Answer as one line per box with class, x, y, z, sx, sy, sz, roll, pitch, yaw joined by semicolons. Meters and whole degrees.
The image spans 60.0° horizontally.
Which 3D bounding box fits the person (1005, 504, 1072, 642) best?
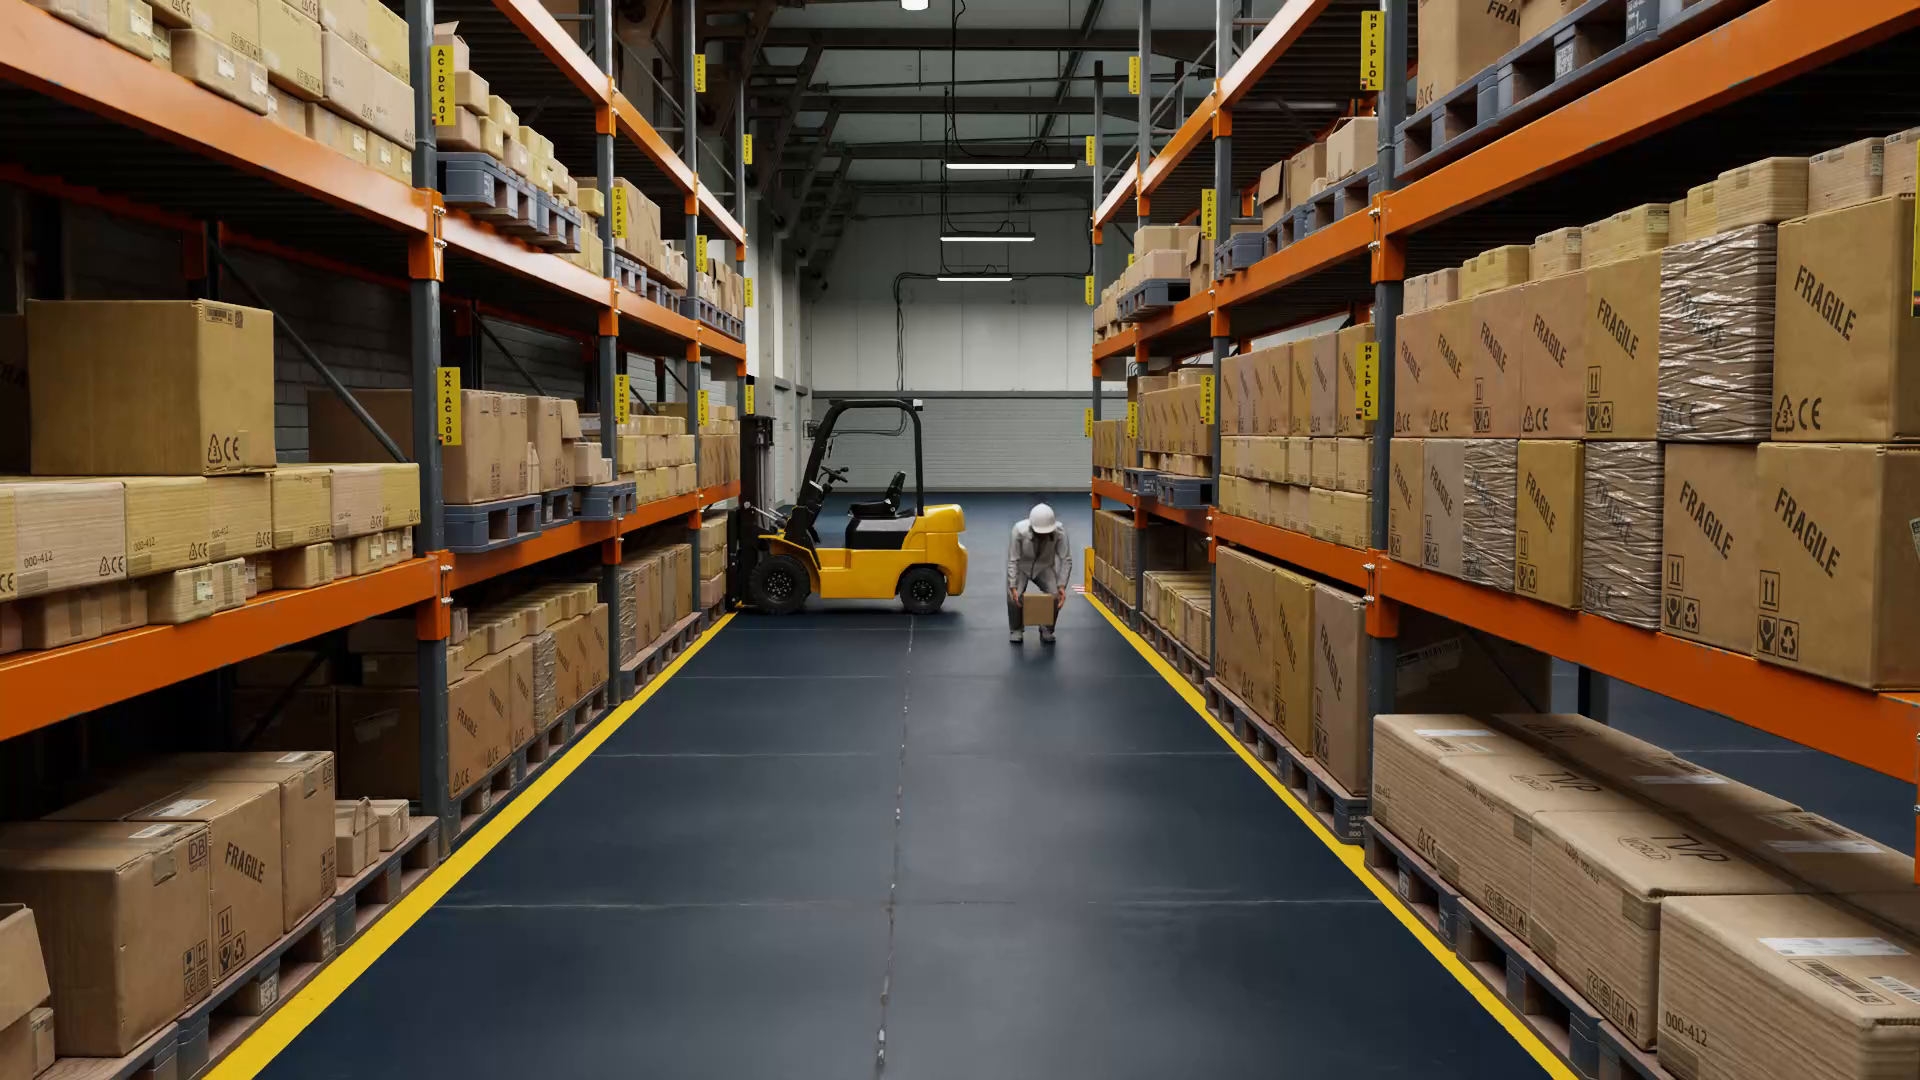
person;0.677;0.282;14.458;0.575;1.222;0.843;0;4;-2
